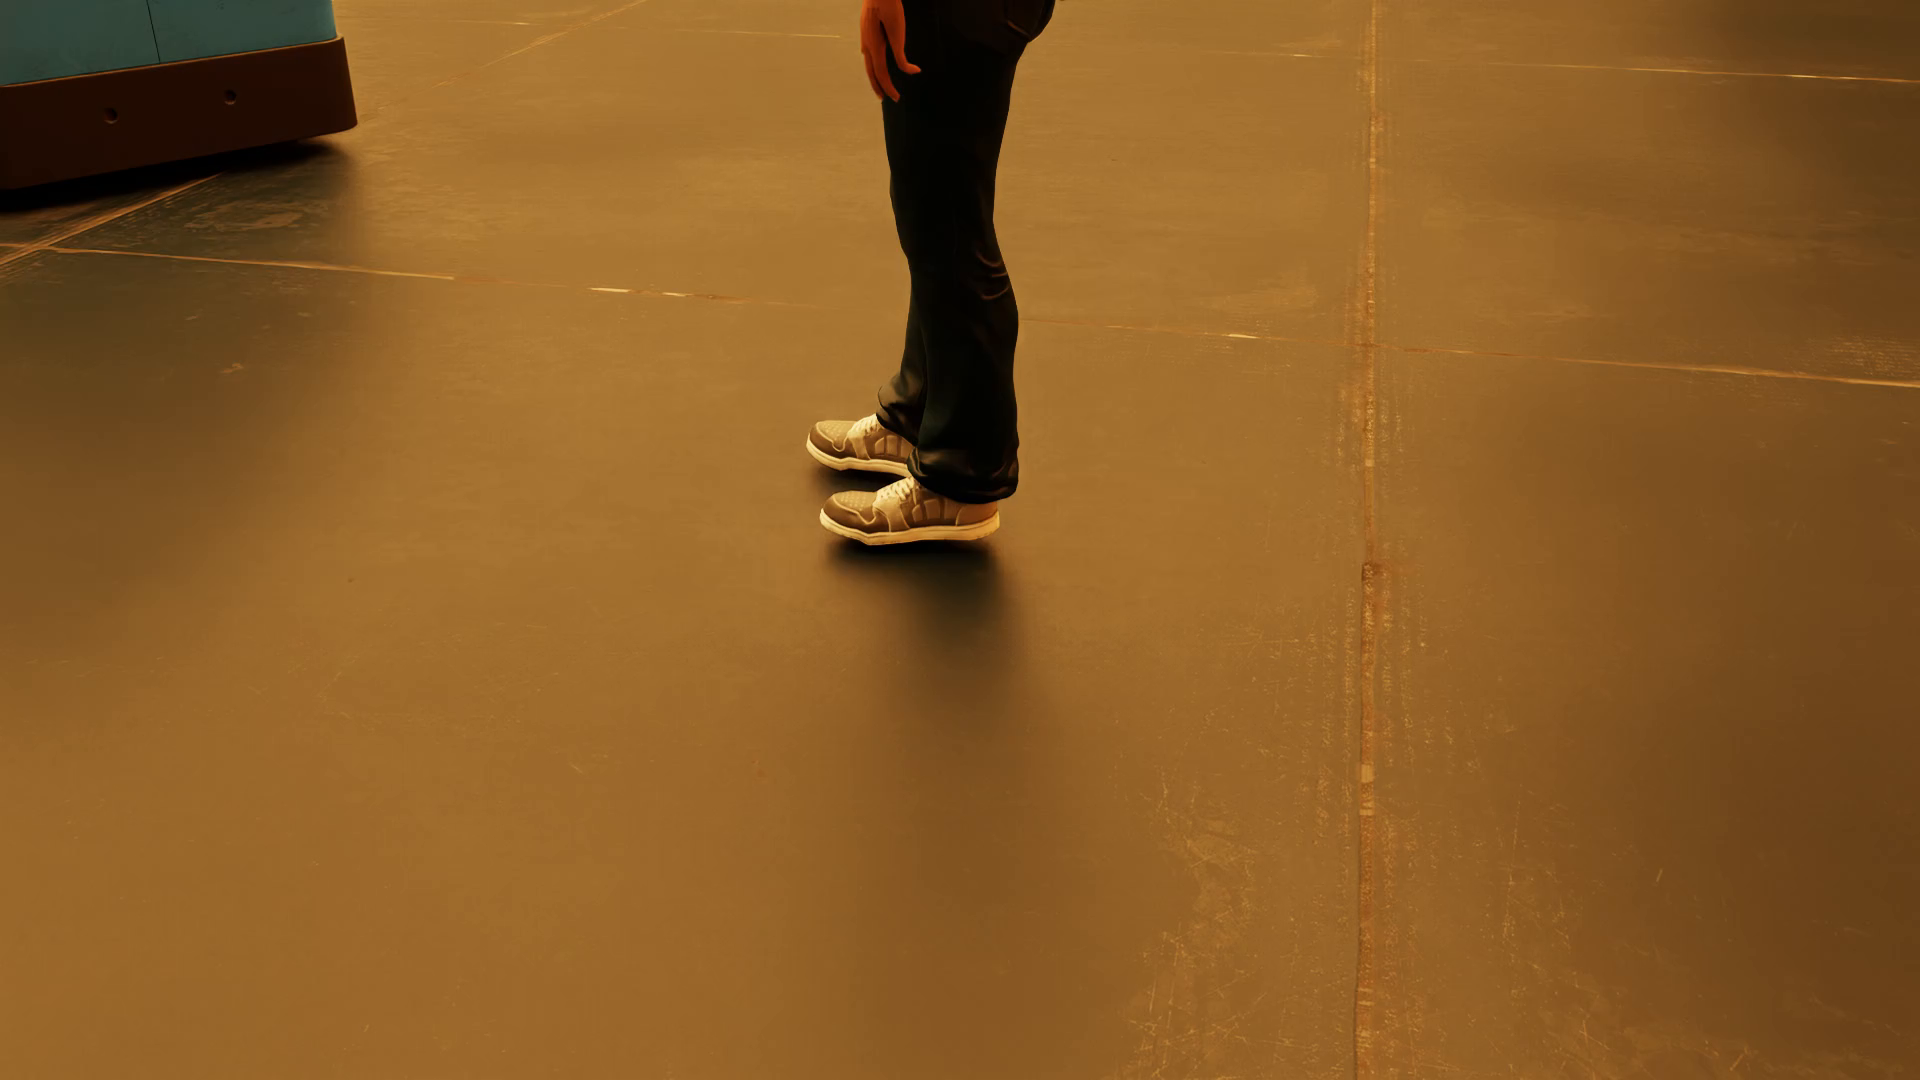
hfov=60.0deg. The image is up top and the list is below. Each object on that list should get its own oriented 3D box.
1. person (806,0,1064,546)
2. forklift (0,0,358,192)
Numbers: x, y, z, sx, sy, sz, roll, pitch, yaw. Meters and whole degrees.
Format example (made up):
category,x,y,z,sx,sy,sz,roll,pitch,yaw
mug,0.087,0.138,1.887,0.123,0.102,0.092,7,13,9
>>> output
category,x,y,z,sx,sy,sz,roll,pitch,yaw
person,-0.070,-0.733,2.164,0.472,1.599,0.520,6,27,11
forklift,-3.078,-2.701,4.599,3.031,2.935,1.130,24,35,39
